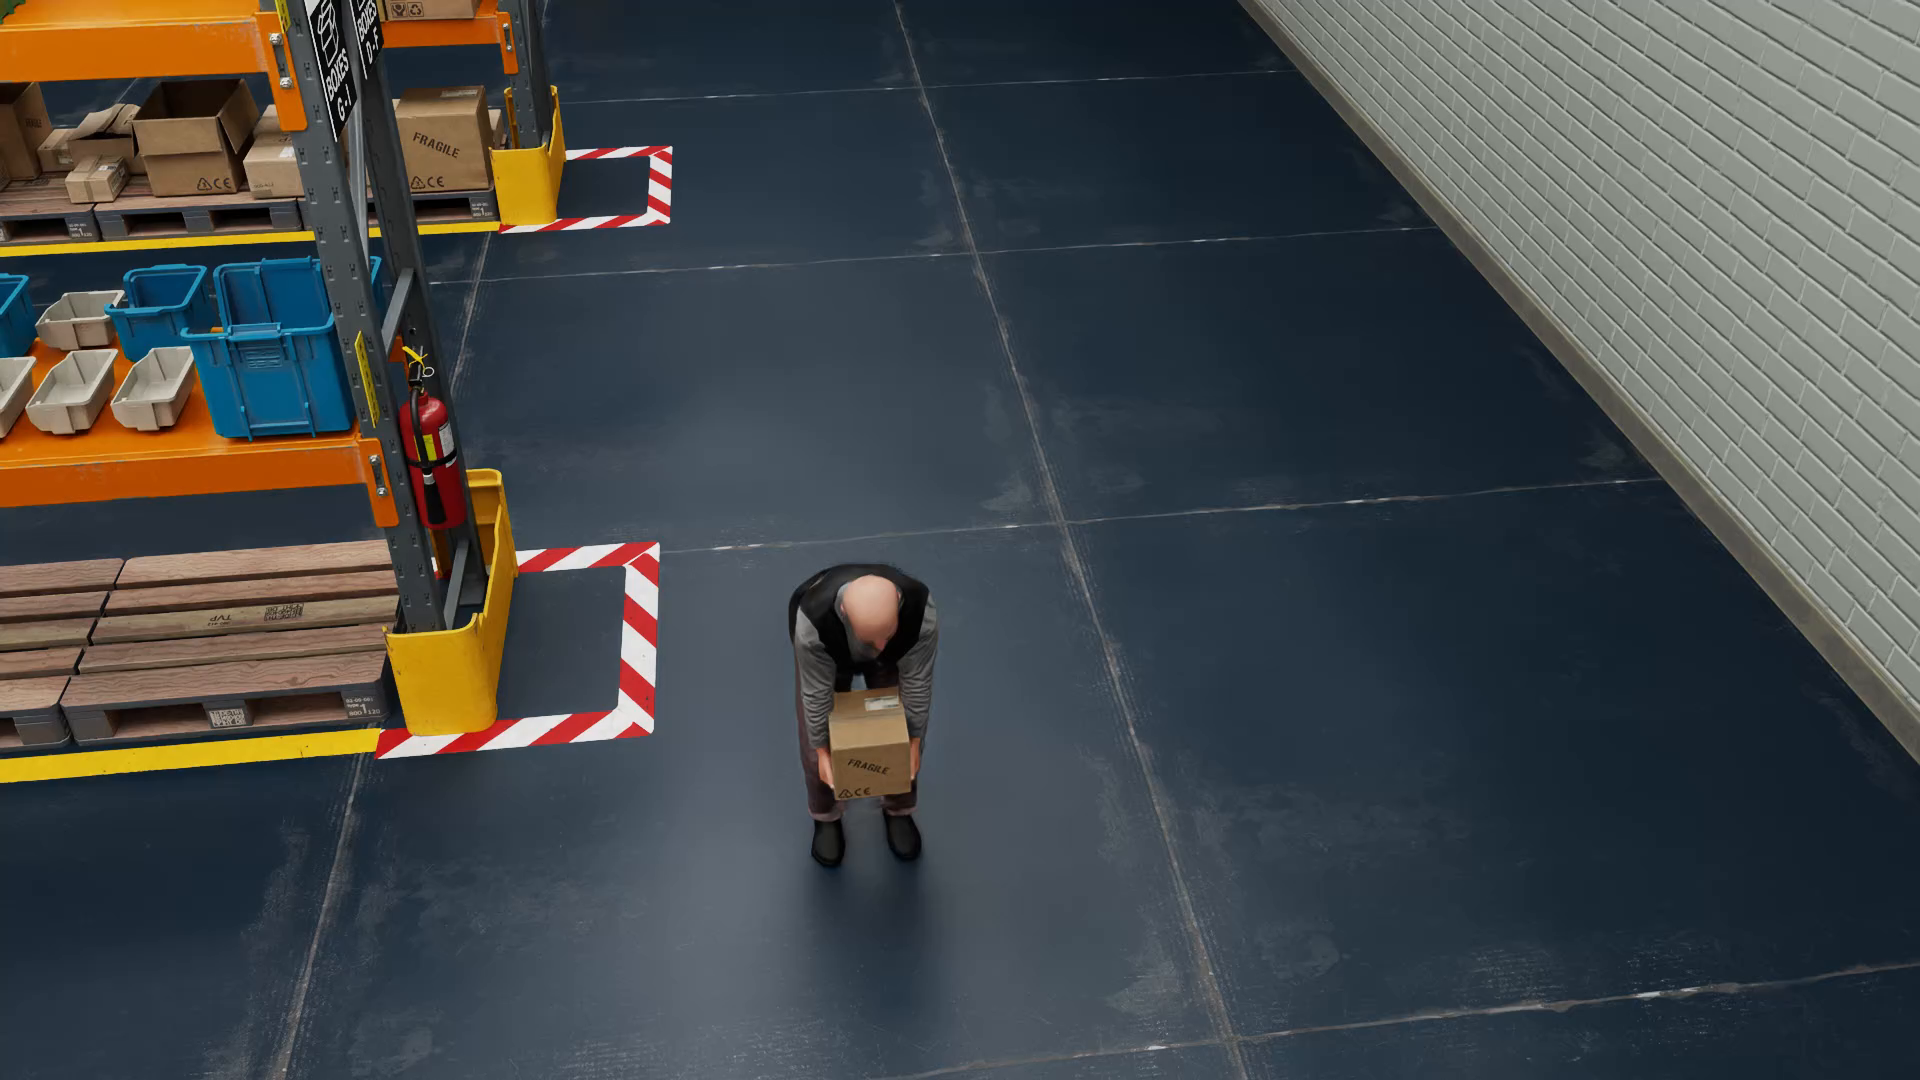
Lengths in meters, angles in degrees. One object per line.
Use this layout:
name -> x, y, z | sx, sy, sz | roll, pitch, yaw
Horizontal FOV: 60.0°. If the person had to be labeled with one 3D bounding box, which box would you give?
person -> -0.312, 0.565, 5.558 | 0.466, 1.487, 0.799 | -5, 35, -7
